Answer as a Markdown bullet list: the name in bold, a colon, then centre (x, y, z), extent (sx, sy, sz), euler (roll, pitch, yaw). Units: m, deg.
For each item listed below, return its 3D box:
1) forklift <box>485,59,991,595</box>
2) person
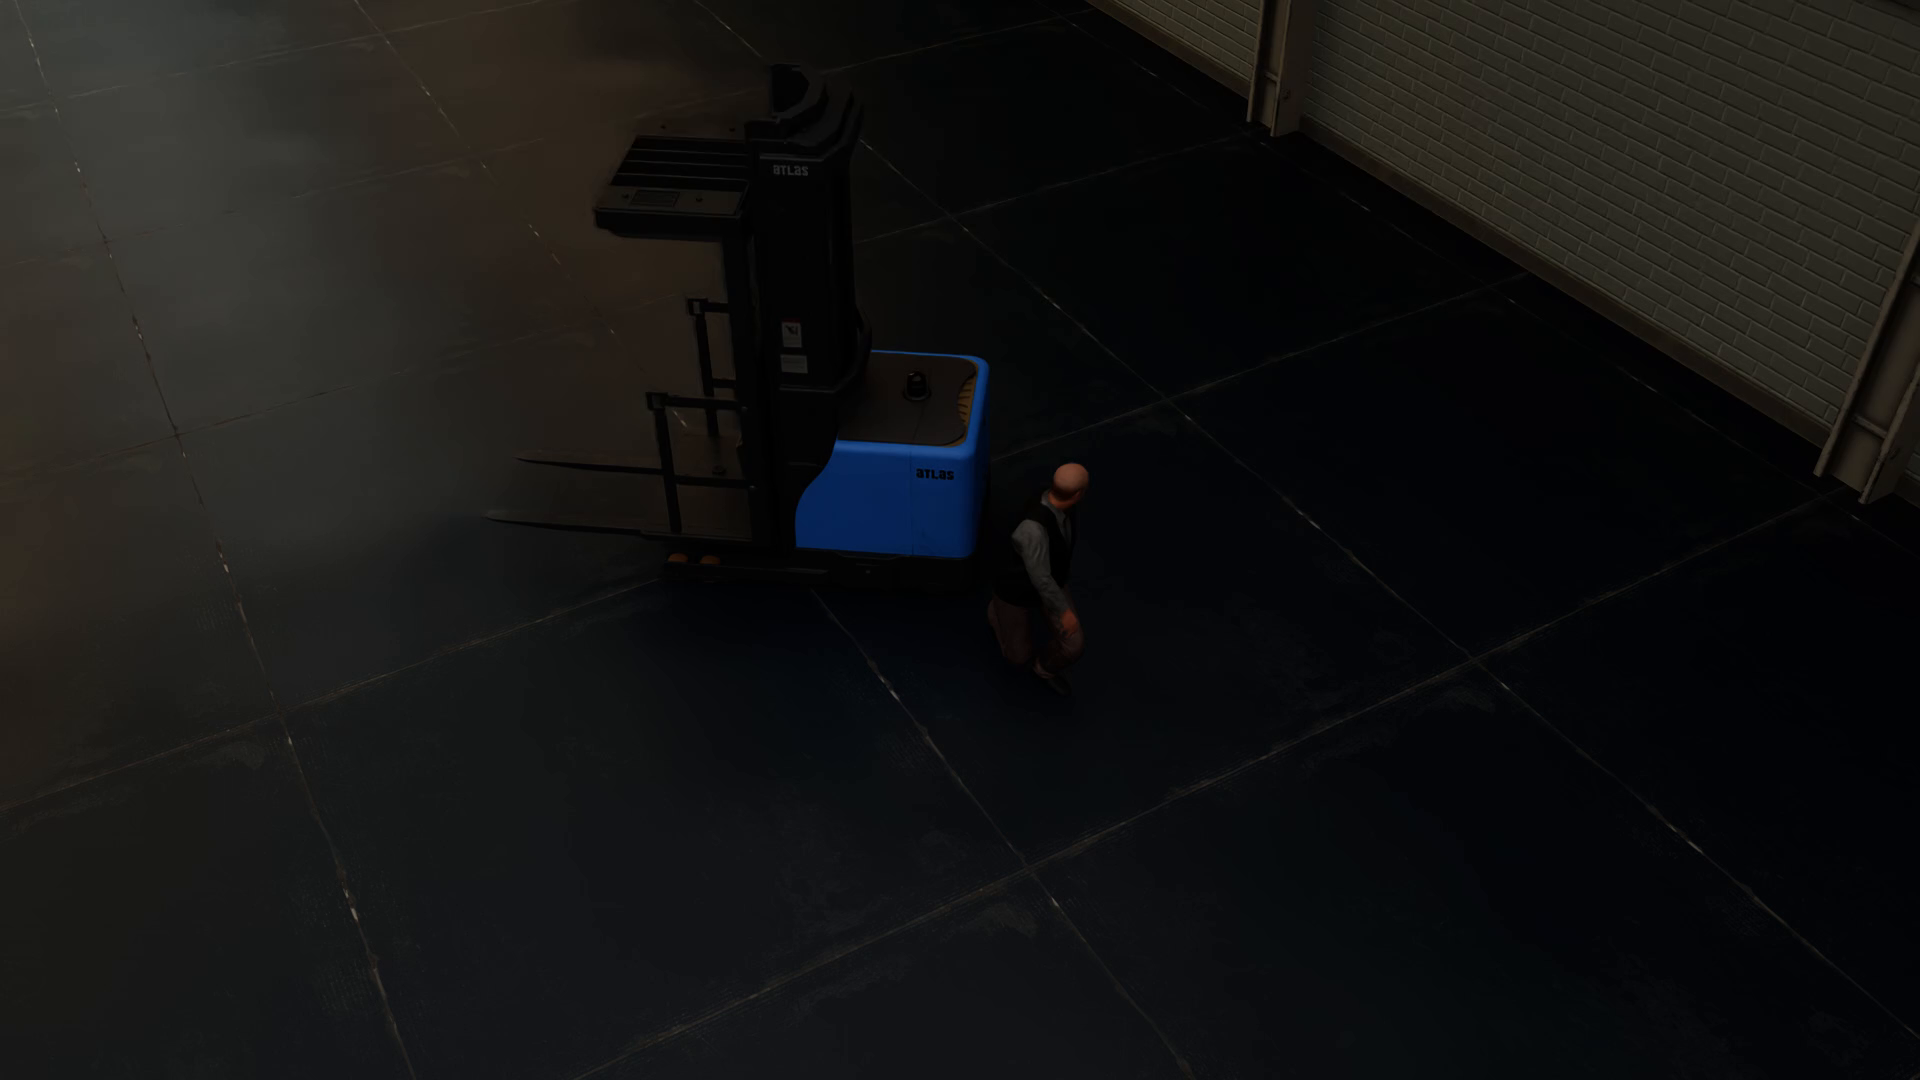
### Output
- **forklift**: centre (-1.360, -1.202, 9.485), extent (3.031, 2.935, 1.130), euler (4, 40, 5)
- **person**: centre (0.452, 0.164, 8.992), extent (0.627, 1.502, 0.806), euler (-28, 47, -30)
